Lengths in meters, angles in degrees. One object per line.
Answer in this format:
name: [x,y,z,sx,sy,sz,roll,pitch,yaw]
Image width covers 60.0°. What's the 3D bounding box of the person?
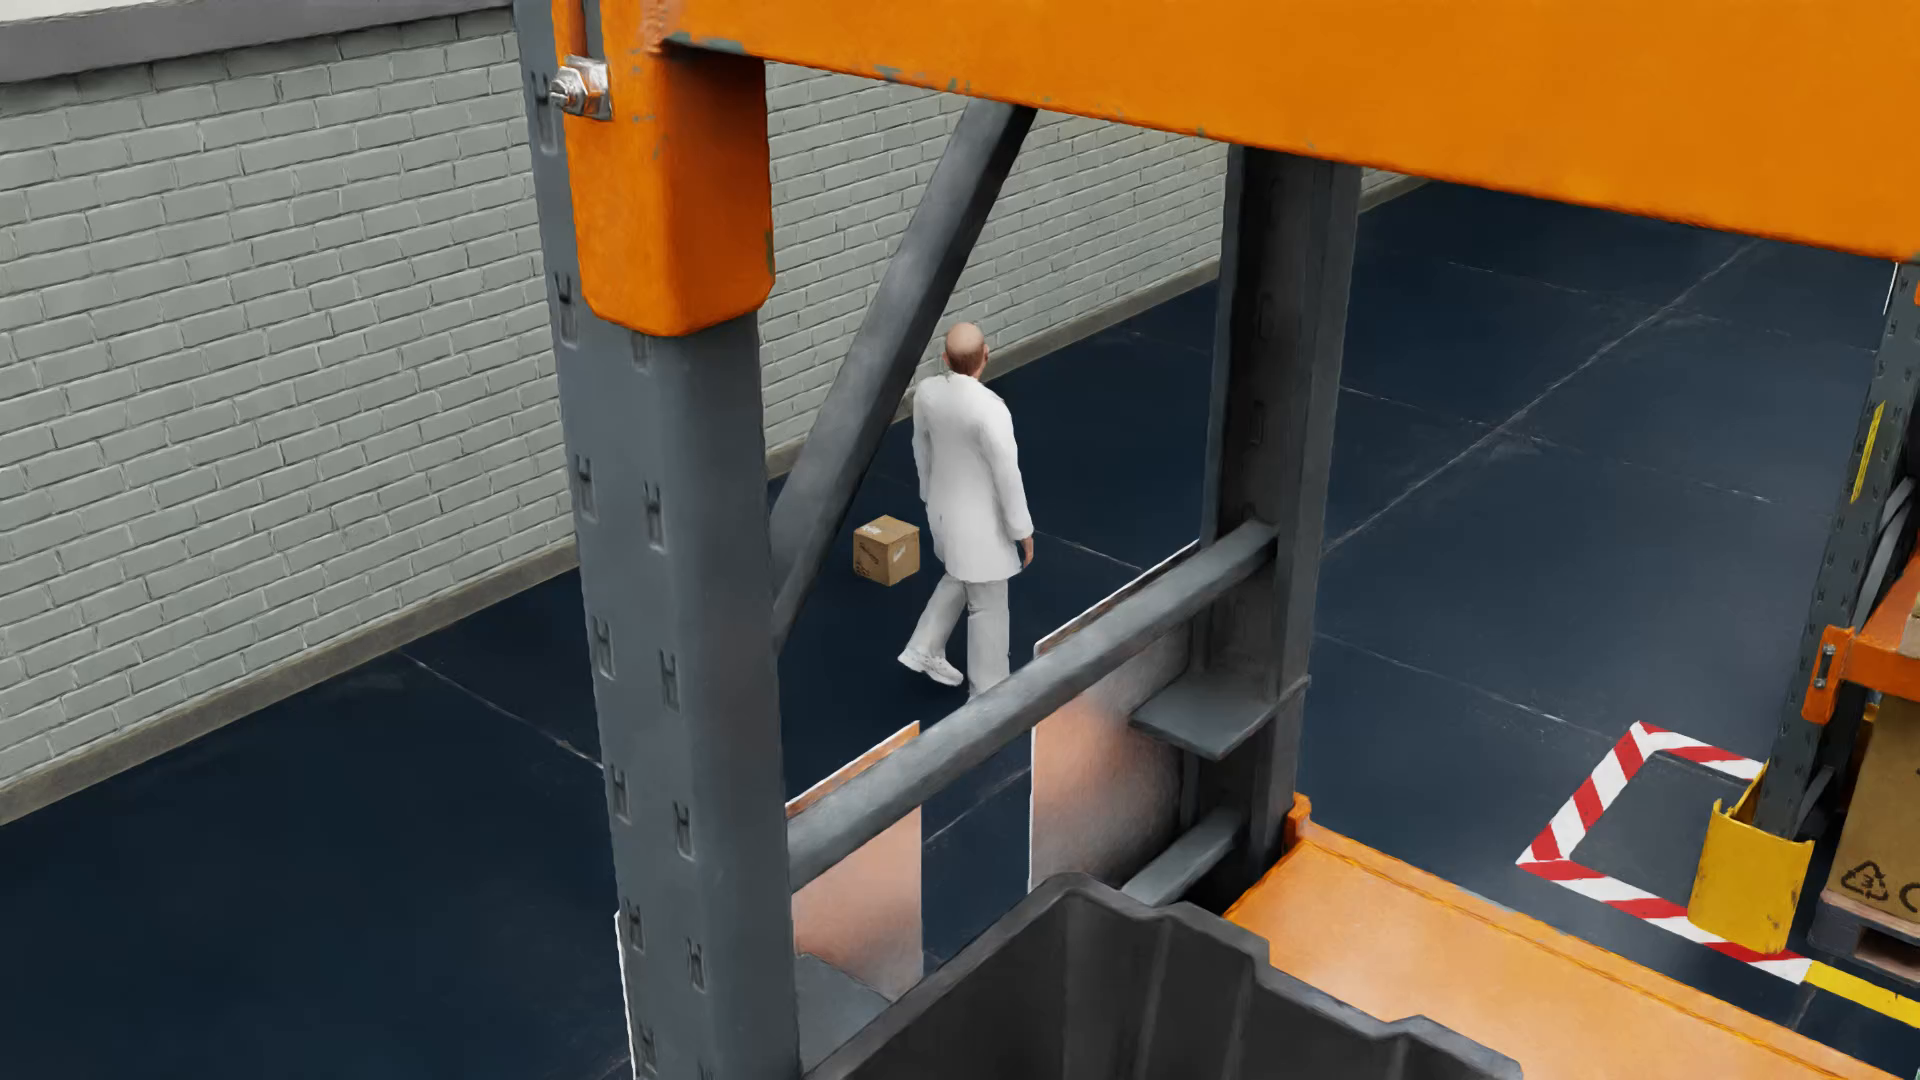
person: [0.029,-0.081,7.255,0.546,1.780,0.644,-19,32,-32]
